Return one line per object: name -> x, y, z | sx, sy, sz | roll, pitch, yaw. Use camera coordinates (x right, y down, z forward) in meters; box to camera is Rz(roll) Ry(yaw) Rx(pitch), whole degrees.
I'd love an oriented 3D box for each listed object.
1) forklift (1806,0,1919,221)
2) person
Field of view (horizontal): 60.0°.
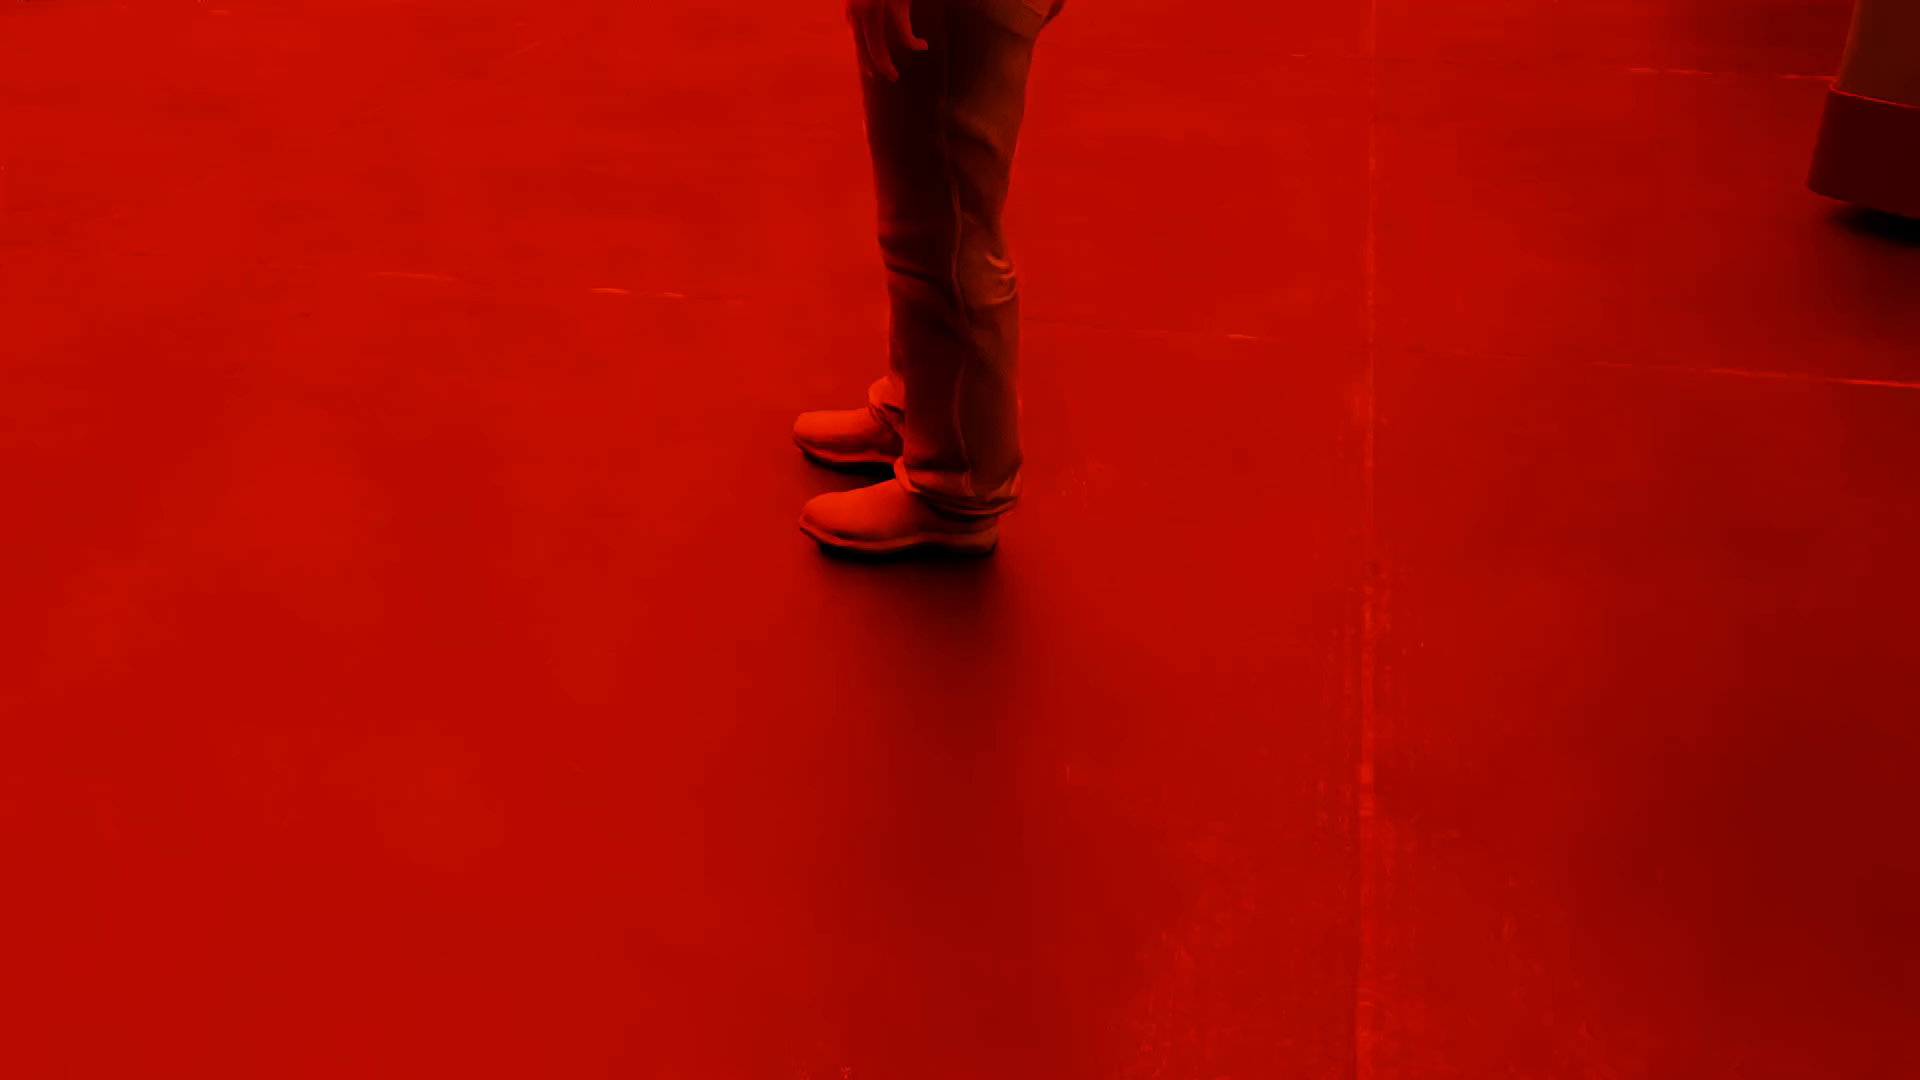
forklift -> 3.592, -2.228, 3.662 | 3.031, 2.935, 1.130 | -14, 30, -25
person -> -0.059, -0.808, 2.116 | 0.567, 1.773, 0.632 | 6, 27, 11
